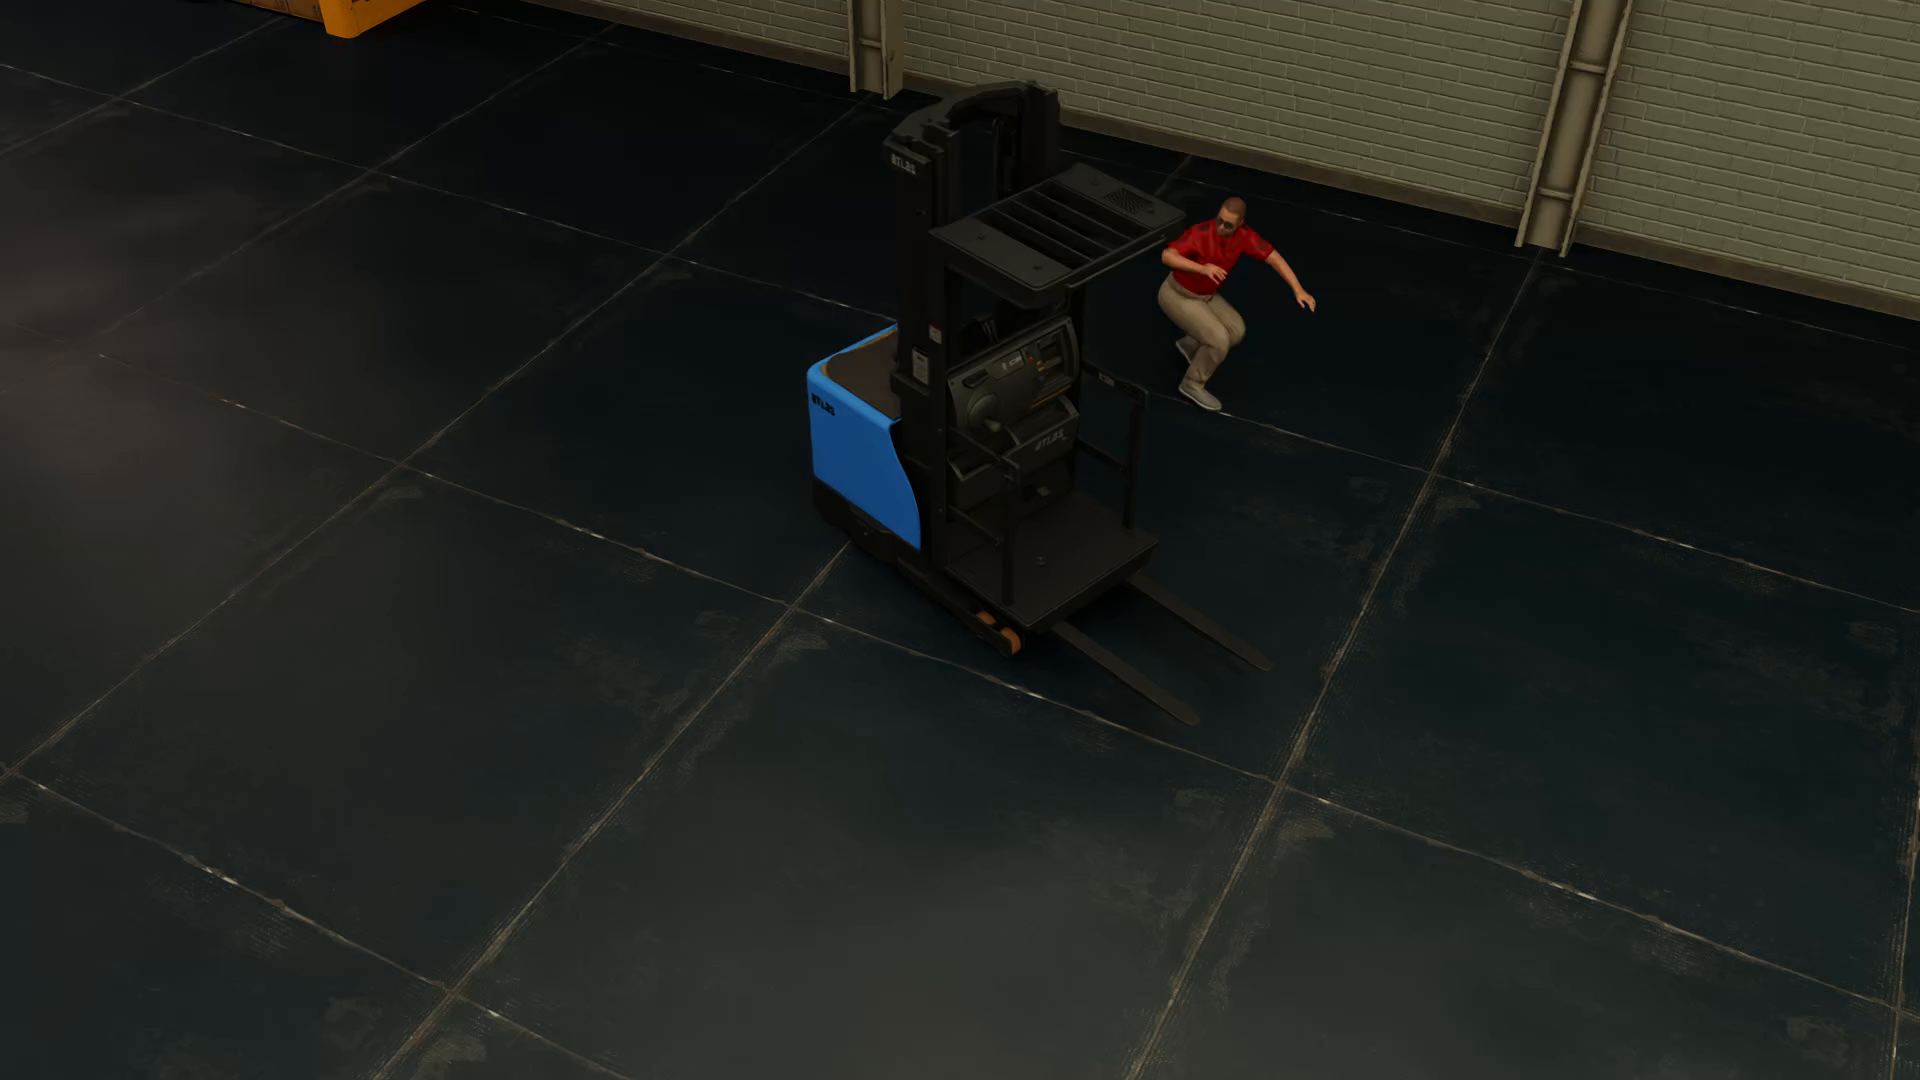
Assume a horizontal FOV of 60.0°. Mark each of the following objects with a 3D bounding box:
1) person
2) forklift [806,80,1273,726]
[{"bbox_3d":[1.764,-1.543,10.965,0.978,1.474,0.787,30,48,31],"label":"person"},{"bbox_3d":[0.444,-0.832,8.974,1.130,2.935,3.031,-31,49,-31],"label":"forklift"}]
